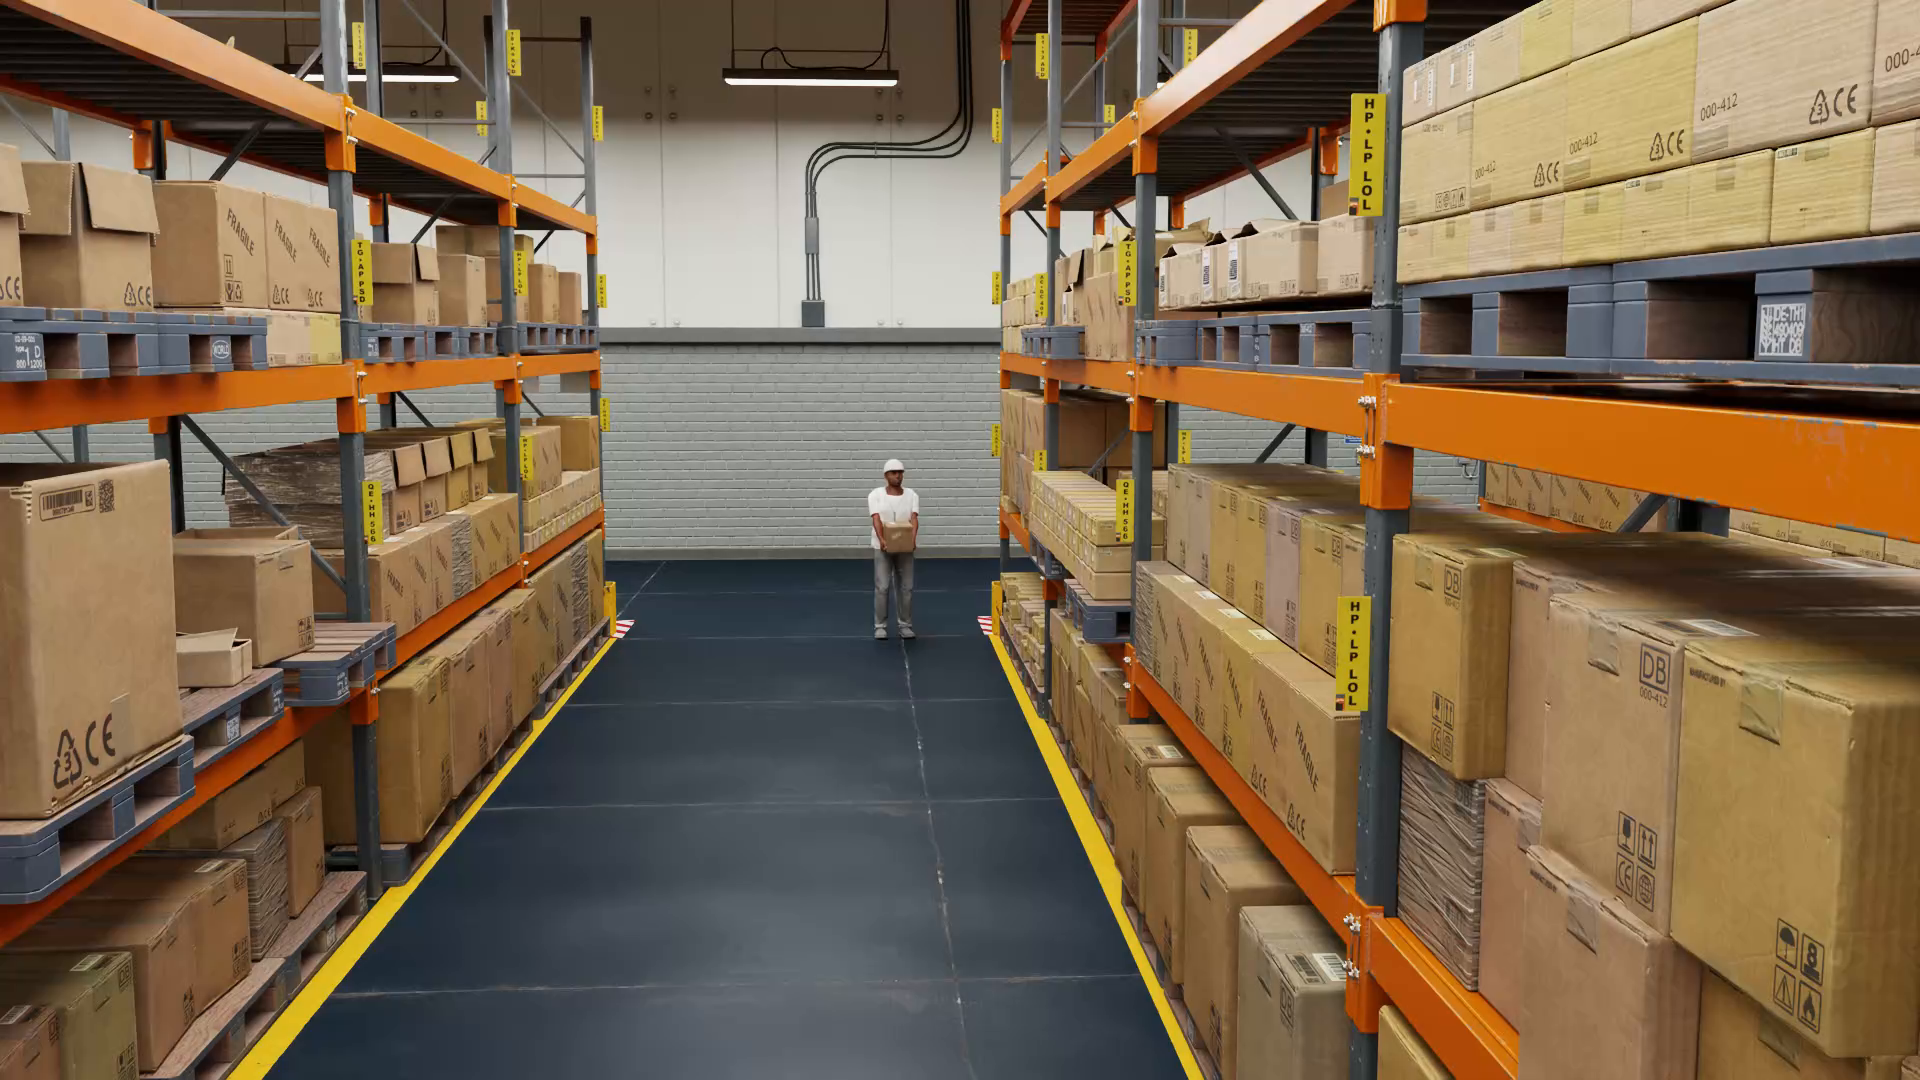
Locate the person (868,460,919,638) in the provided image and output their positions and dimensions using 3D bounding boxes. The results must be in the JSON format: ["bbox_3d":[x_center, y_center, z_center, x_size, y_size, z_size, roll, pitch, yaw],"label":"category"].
[{"bbox_3d":[-0.629,0.098,16.346,0.502,1.761,0.577,-2,7,-13],"label":"person"}]
